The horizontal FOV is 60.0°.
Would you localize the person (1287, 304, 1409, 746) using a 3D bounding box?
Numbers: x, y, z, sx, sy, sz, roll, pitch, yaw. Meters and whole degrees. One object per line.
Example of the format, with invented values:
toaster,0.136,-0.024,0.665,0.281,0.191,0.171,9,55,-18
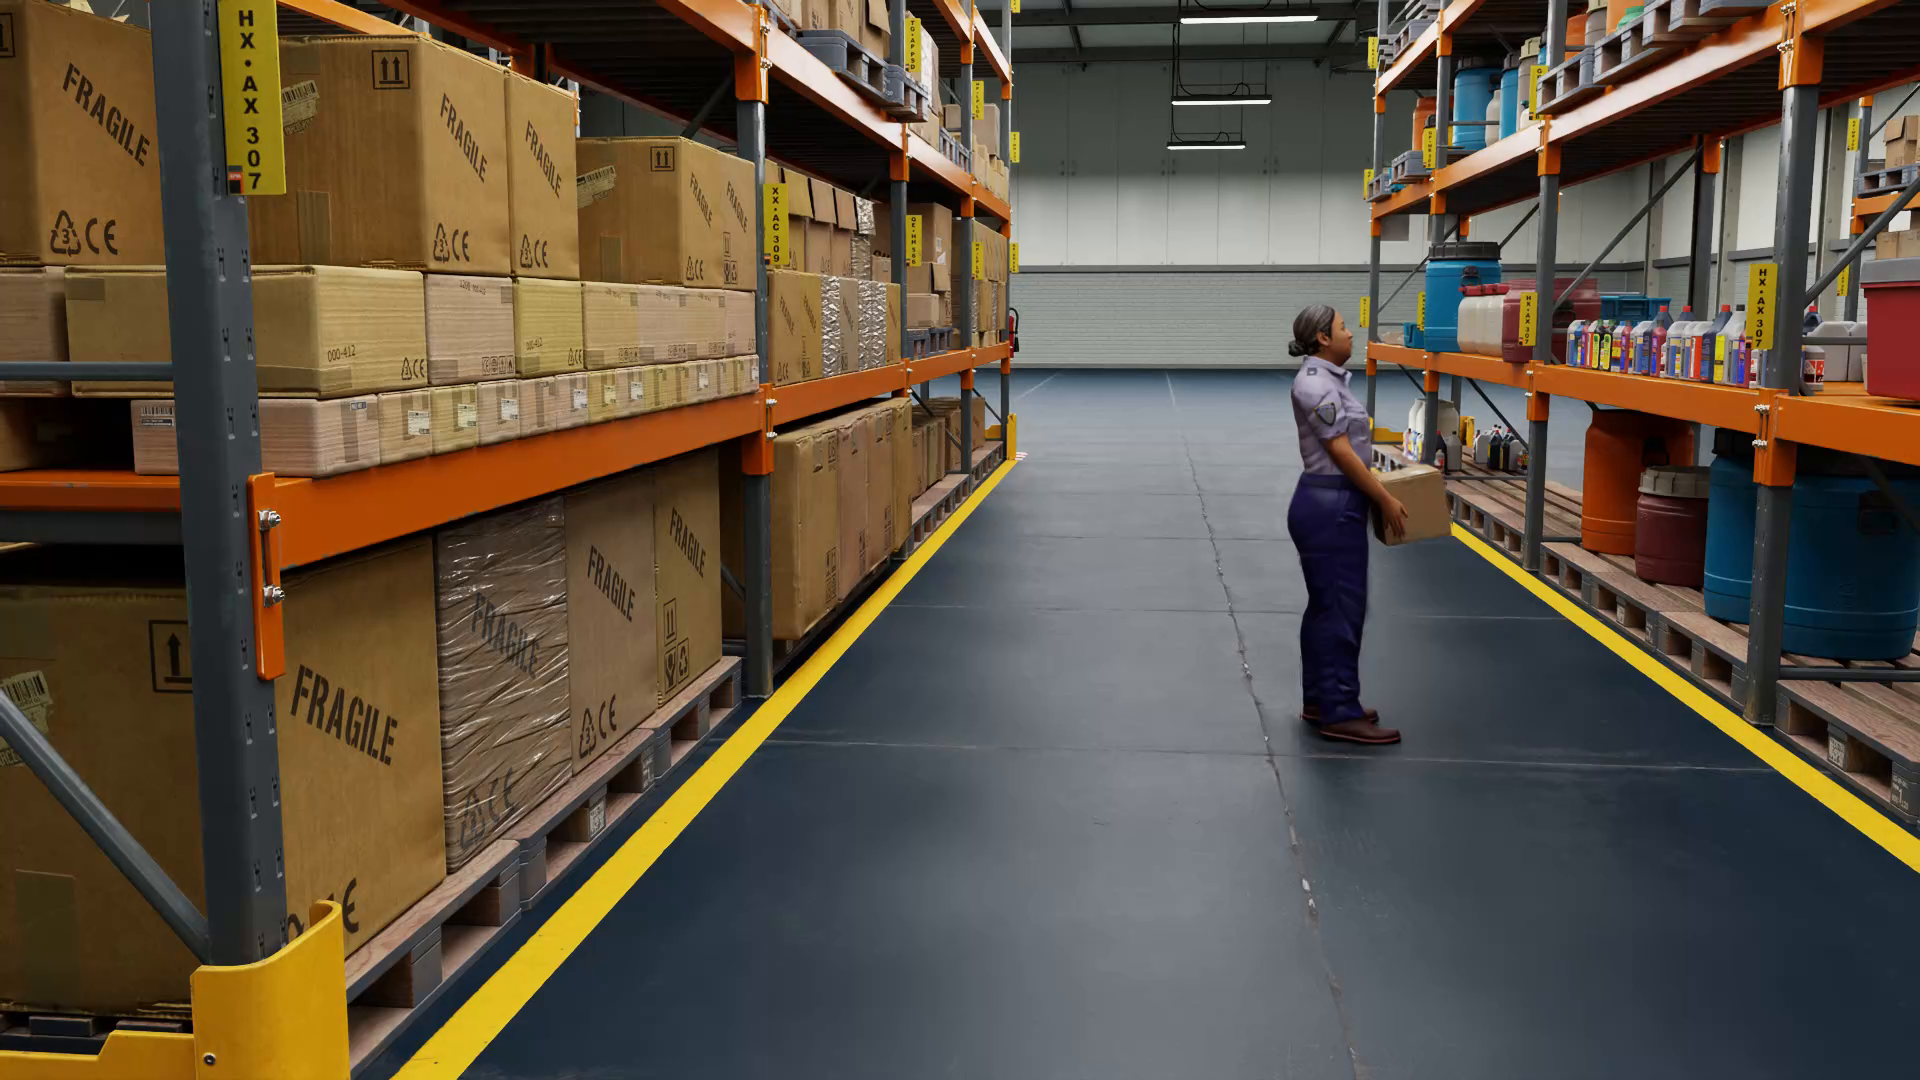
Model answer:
person,1.490,-0.078,6.416,0.475,1.650,0.509,2,8,14
